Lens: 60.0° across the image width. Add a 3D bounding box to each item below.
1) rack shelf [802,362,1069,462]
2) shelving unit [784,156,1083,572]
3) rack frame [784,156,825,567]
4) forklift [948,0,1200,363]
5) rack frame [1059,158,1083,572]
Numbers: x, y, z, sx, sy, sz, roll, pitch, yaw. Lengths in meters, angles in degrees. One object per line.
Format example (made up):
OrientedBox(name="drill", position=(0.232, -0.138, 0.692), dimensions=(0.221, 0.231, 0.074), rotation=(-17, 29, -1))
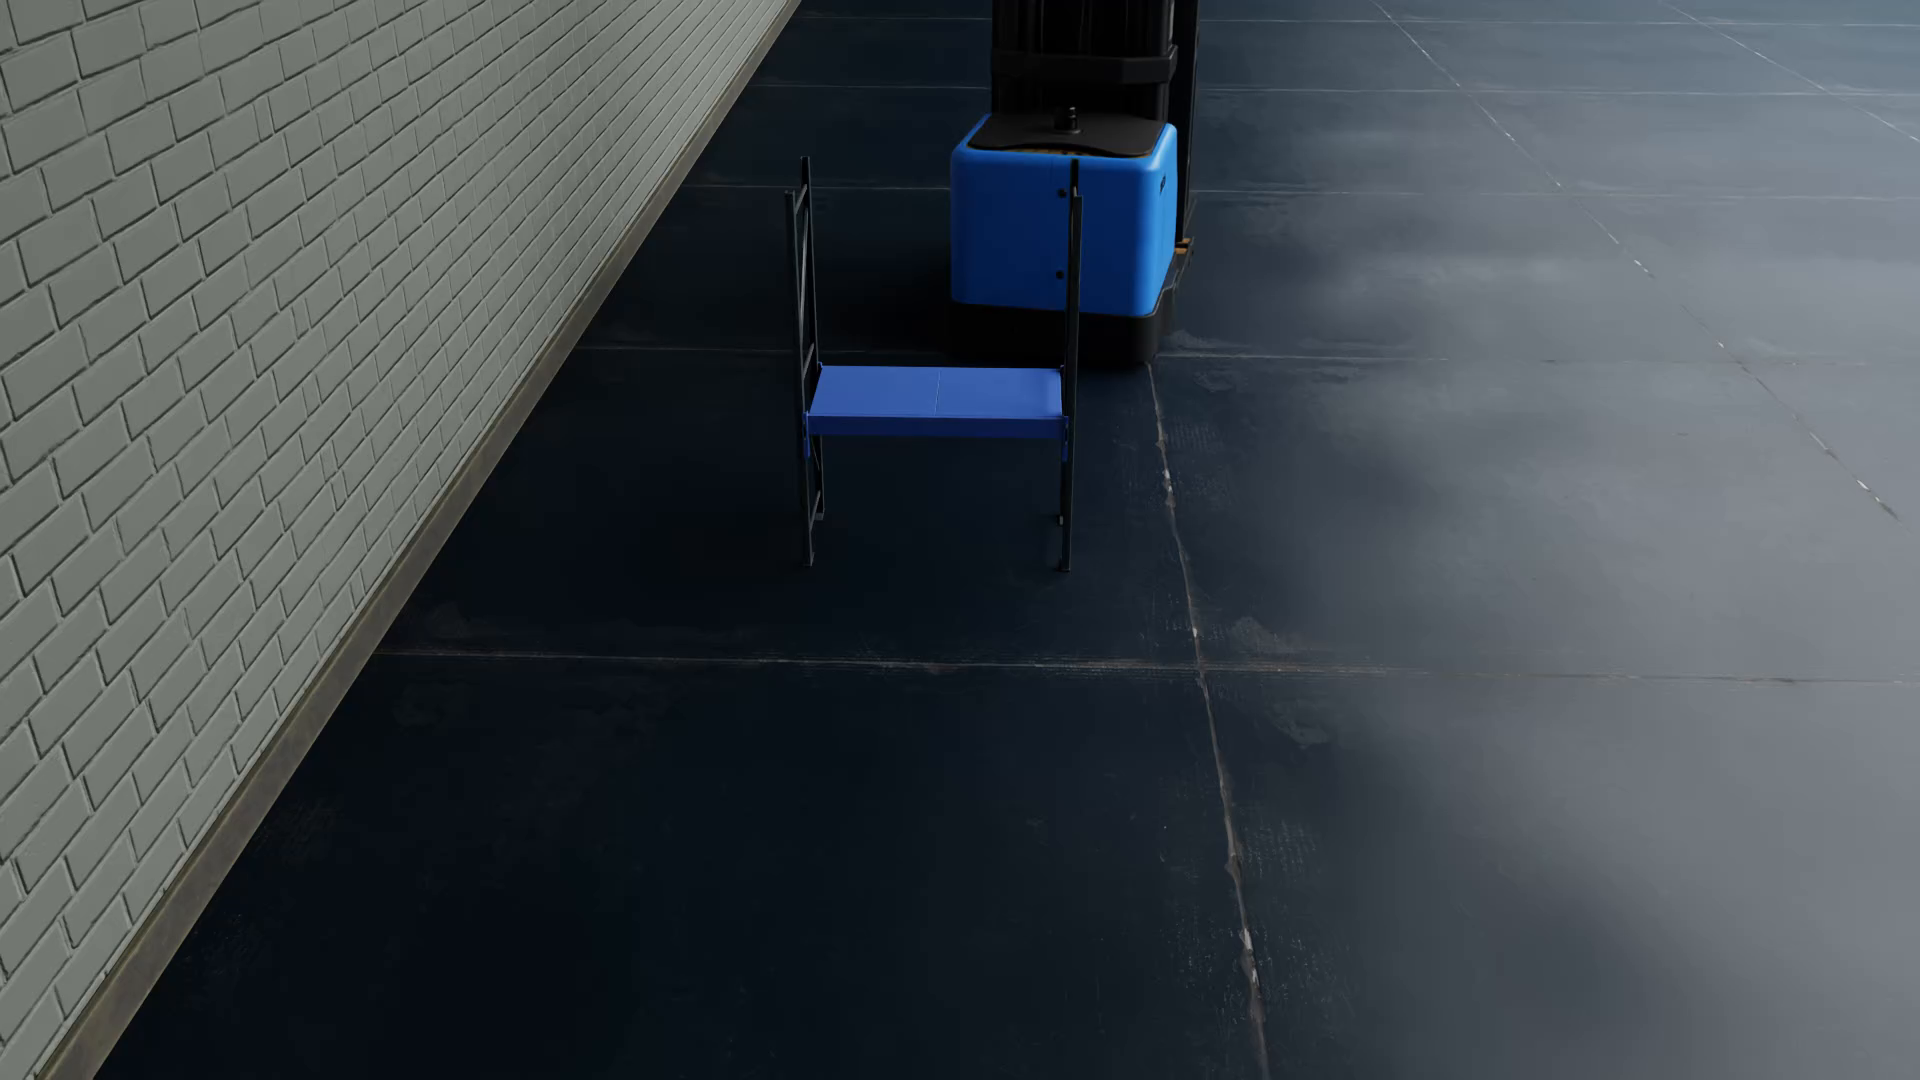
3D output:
OrientedBox(name="rack shelf", position=(-0.085, -0.505, 6.486), dimensions=(1.000, 0.185, 0.538), rotation=(1, 28, 2))
OrientedBox(name="shelving unit", position=(-0.085, -0.664, 6.401), dimensions=(1.048, 1.500, 0.538), rotation=(1, 28, 2))
OrientedBox(name="rack frame", position=(-0.593, -0.672, 6.417), dimensions=(0.032, 1.500, 0.500), rotation=(1, 28, 2))
OrientedBox(name="forklift", position=(0.764, -2.845, 8.988), dimensions=(1.130, 2.935, 3.031), rotation=(6, 29, 11))
OrientedBox(name="rack frame", position=(0.423, -0.656, 6.386), dimensions=(0.032, 1.500, 0.500), rotation=(1, 28, 2))
